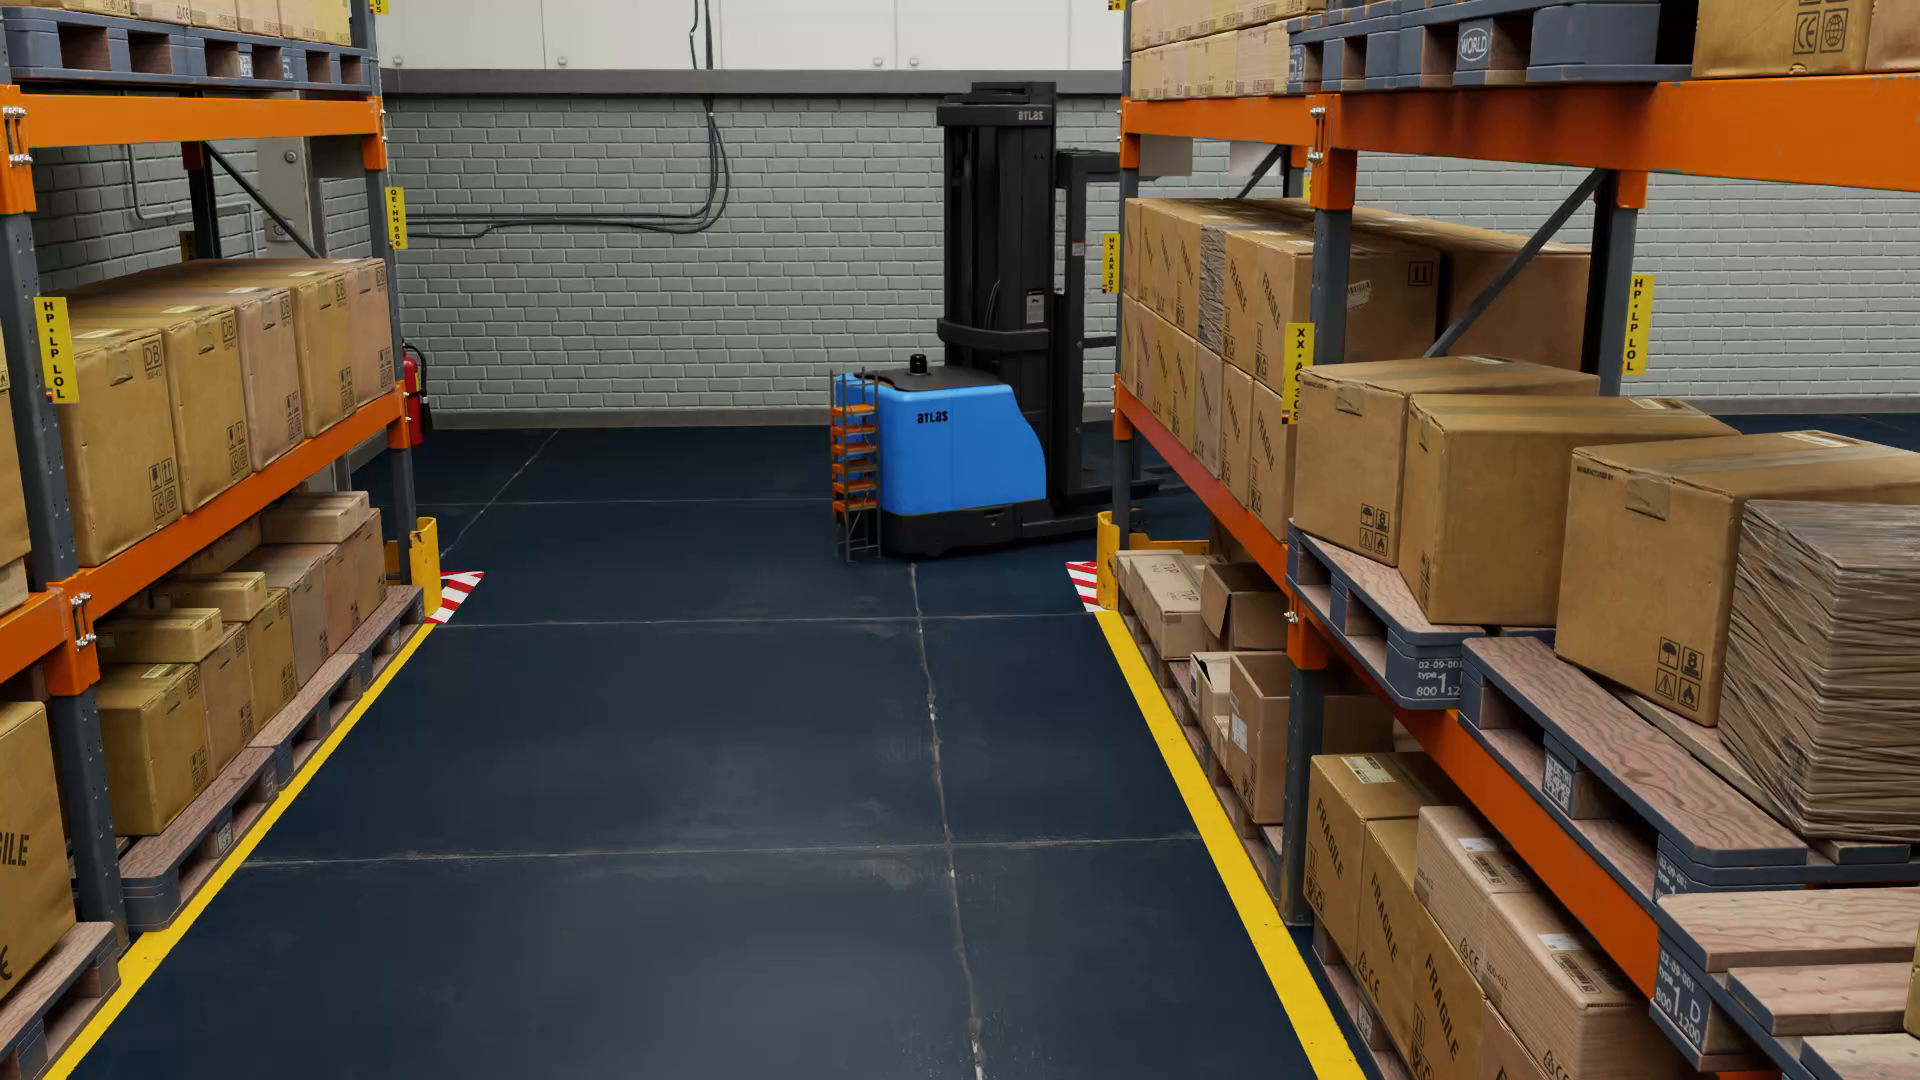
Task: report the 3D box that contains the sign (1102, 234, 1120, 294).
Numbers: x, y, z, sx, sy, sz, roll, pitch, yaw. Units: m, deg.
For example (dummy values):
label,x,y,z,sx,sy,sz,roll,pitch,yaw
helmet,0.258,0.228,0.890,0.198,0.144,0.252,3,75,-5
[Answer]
label,x,y,z,sx,sy,sz,roll,pitch,yaw
sign,0.841,-1.530,9.217,0.100,0.325,0.005,-1,14,-3

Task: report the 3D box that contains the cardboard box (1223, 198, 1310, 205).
label,x,y,z,sx,sy,sz,roll,pitch,yaw
cardboard box,1.684,-1.546,8.806,0.500,0.500,0.500,-1,14,-4

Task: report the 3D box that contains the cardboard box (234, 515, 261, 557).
label,x,y,z,sx,sy,sz,roll,pitch,yaw
cardboard box,-3.579,-0.016,7.941,0.380,0.149,0.250,-1,14,-3

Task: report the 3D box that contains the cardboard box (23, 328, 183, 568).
label,x,y,z,sx,sy,sz,roll,pitch,yaw
cardboard box,-3.331,-0.328,5.678,0.980,0.700,0.700,-1,14,-3

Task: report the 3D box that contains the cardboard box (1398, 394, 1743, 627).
label,x,y,z,sx,sy,sz,roll,pitch,yaw
cardboard box,1.542,-0.085,4.294,0.700,0.500,0.500,1,14,5

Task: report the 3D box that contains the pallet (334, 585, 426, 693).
label,x,y,z,sx,sy,sz,roll,pitch,yaw
pallet,-3.434,0.506,8.636,1.003,0.211,1.213,-1,14,-3

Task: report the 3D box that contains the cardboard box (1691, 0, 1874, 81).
label,x,y,z,sx,sy,sz,roll,pitch,yaw
cardboard box,1.753,-0.995,2.654,0.910,0.500,0.500,-1,14,-3

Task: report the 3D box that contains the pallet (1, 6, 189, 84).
label,x,y,z,sx,sy,sz,roll,pitch,yaw
pallet,-3.354,-1.661,5.619,1.003,0.211,1.213,-1,14,-3

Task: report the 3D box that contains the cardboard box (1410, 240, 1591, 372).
label,x,y,z,sx,sy,sz,roll,pitch,yaw
cardboard box,1.882,-0.779,5.826,0.500,0.500,0.500,-1,14,-2

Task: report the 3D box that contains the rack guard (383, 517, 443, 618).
label,x,y,z,sx,sy,sz,roll,pitch,yaw
rack guard,-3.563,0.163,9.391,1.175,0.500,0.348,-1,14,-3

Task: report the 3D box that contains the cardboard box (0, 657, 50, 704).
label,x,y,z,sx,sy,sz,roll,pitch,yaw
cardboard box,-3.447,0.497,5.945,0.380,0.149,0.250,-1,14,-4

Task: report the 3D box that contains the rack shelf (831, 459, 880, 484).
label,x,y,z,sx,sy,sz,roll,pitch,yaw
rack shelf,-0.656,-0.431,10.467,0.258,0.103,0.180,-8,17,-28

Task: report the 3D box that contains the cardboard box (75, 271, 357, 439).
label,x,y,z,sx,sy,sz,roll,pitch,yaw
cardboard box,-3.464,-0.880,7.824,0.980,0.700,0.700,-1,14,-4

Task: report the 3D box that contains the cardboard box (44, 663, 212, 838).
label,x,y,z,sx,sy,sz,roll,pitch,yaw
cardboard box,-3.258,0.772,6.178,0.700,0.500,0.500,-1,14,-3

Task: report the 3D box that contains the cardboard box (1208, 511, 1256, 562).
label,x,y,z,sx,sy,sz,roll,pitch,yaw
cardboard box,1.662,0.010,9.103,0.500,0.500,0.500,-1,14,-3

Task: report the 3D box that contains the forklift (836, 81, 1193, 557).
label,x,y,z,sx,sy,sz,roll,pitch,yaw
forklift,0.708,-1.553,11.182,3.031,2.935,1.130,-8,16,-28

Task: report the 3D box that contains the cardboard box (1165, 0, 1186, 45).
label,x,y,z,sx,sy,sz,roll,pitch,yaw
cardboard box,1.216,-2.361,7.461,0.500,0.250,0.500,-1,14,-3

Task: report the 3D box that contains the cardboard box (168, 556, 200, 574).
label,x,y,z,sx,sy,sz,roll,pitch,yaw
cardboard box,-3.530,0.174,7.203,0.380,0.149,0.250,-1,14,-4

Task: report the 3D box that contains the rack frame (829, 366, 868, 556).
label,x,y,z,sx,sy,sz,roll,pitch,yaw
rack frame,-0.701,-0.494,10.533,0.240,1.200,0.006,-8,17,-28

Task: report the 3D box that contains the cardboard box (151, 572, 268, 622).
label,x,y,z,sx,sy,sz,roll,pitch,yaw
cardboard box,-3.130,0.240,6.944,0.380,0.149,0.250,-1,14,-5

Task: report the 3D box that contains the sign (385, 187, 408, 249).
label,x,y,z,sx,sy,sz,roll,pitch,yaw
sign,-3.019,-1.722,8.902,0.100,0.325,0.005,-1,14,-3

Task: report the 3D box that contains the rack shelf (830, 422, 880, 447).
label,x,y,z,sx,sy,sz,roll,pitch,yaw
rack shelf,-0.658,-0.663,10.406,0.258,0.103,0.180,-8,17,-28

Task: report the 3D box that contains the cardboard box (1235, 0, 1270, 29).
label,x,y,z,sx,sy,sz,roll,pitch,yaw
cardboard box,1.301,-1.988,6.011,0.500,0.250,0.500,-1,14,-3

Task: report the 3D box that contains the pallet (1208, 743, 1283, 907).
label,x,y,z,sx,sy,sz,roll,pitch,yaw
pallet,1.588,1.055,6.502,1.003,0.211,1.213,-1,14,-3

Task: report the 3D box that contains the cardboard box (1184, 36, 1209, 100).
label,x,y,z,sx,sy,sz,roll,pitch,yaw
cardboard box,1.248,-1.995,7.040,0.500,0.250,0.500,-1,14,-3

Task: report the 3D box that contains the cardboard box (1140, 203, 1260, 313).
label,x,y,z,sx,sy,sz,roll,pitch,yaw
cardboard box,1.186,-1.408,8.271,0.500,0.500,0.500,-1,14,-3

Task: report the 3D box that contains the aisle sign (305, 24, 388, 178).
label,x,y,z,sx,sy,sz,roll,pitch,yaw
aisle sign,-3.267,-2.324,8.820,0.394,0.787,0.004,-1,14,-3

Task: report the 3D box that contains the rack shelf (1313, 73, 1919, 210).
label,x,y,z,sx,sy,sz,roll,pitch,yaw
rack shelf,1.754,-0.731,3.274,1.077,0.370,4.000,-1,14,-3

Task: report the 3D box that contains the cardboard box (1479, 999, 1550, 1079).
label,x,y,z,sx,sy,sz,roll,pitch,yaw
cardboard box,1.515,1.380,3.778,0.500,0.500,0.500,-1,14,-6

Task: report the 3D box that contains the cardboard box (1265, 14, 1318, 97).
label,x,y,z,sx,sy,sz,roll,pitch,yaw
cardboard box,1.334,-1.621,5.590,0.500,0.250,0.500,-1,14,-3

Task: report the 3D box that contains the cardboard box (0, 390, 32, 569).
label,x,y,z,sx,sy,sz,roll,pitch,yaw
cardboard box,-3.034,-0.138,4.707,0.500,0.500,0.500,-1,14,-4

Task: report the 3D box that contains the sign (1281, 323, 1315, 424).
label,x,y,z,sx,sy,sz,roll,pitch,yaw
sign,1.089,-0.534,5.343,0.100,0.325,0.005,-1,14,-3

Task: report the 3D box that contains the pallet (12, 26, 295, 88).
label,x,y,z,sx,sy,sz,roll,pitch,yaw
pallet,-3.427,-1.963,6.795,1.003,0.211,1.213,-1,14,-3

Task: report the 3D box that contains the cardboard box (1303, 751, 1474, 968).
label,x,y,z,sx,sy,sz,roll,pitch,yaw
cardboard box,1.417,0.997,5.265,0.500,0.500,0.500,-2,15,-6

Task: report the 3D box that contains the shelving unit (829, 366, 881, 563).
label,x,y,z,sx,sy,sz,roll,pitch,yaw
shelving unit,-0.657,-0.474,10.456,0.258,1.200,0.189,-8,17,-28

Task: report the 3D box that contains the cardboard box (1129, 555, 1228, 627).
label,x,y,z,sx,sy,sz,roll,pitch,yaw
cardboard box,1.164,0.263,8.619,0.500,0.250,0.500,-1,14,-3

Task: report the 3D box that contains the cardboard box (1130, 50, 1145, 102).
label,x,y,z,sx,sy,sz,roll,pitch,yaw
cardboard box,1.160,-2.368,8.490,0.500,0.250,0.500,-1,14,-3

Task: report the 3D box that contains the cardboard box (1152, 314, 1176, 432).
label,x,y,z,sx,sy,sz,roll,pitch,yaw
cardboard box,1.212,-0.800,7.916,0.500,0.500,0.500,-1,14,-4

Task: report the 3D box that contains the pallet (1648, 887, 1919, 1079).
label,x,y,z,sx,sy,sz,roll,pitch,yaw
pallet,1.766,0.796,2.299,1.213,0.211,1.003,-1,14,-3

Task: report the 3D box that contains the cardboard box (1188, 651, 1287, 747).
label,x,y,z,sx,sy,sz,roll,pitch,yaw
cardboard box,1.265,0.641,7.030,0.500,0.311,0.500,-1,14,-3

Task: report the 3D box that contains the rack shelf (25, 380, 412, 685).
label,x,y,z,sx,sy,sz,roll,pitch,yaw
rack shelf,-3.438,-0.196,7.213,1.077,0.370,4.000,-1,14,-3

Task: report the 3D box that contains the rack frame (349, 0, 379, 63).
label,x,y,z,sx,sy,sz,roll,pitch,yaw
rack frame,-3.562,-3.947,8.309,1.000,3.000,0.127,-1,14,-3

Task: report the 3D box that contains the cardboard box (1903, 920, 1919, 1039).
label,x,y,z,sx,sy,sz,roll,pitch,yaw
cardboard box,1.726,0.464,2.162,0.700,0.500,0.500,-6,16,-22

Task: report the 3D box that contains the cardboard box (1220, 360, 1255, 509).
label,x,y,z,sx,sy,sz,roll,pitch,yaw
cardboard box,1.310,-0.422,6.444,0.500,0.500,0.500,0,14,-2

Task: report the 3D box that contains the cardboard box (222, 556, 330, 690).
label,x,y,z,sx,sy,sz,roll,pitch,yaw
cardboard box,-3.356,0.387,7.675,0.700,0.500,0.500,-1,14,-5

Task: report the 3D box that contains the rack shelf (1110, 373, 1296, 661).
label,x,y,z,sx,sy,sz,roll,pitch,yaw
rack shelf,1.506,-0.274,7.514,1.077,0.370,4.000,-1,14,-3

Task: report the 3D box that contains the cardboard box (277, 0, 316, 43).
label,x,y,z,sx,sy,sz,roll,pitch,yaw
cardboard box,-3.218,-2.366,7.442,0.500,0.250,0.500,-1,14,-6

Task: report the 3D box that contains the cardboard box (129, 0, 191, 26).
label,x,y,z,sx,sy,sz,roll,pitch,yaw
cardboard box,-3.111,-1.982,5.947,0.500,0.250,0.500,-1,14,-5

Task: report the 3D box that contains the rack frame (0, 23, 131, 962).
label,x,y,z,sx,sy,sz,roll,pitch,yaw
rack frame,-3.314,-0.047,5.190,1.000,3.000,0.127,-1,14,-3

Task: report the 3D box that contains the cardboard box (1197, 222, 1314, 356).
label,x,y,z,sx,sy,sz,roll,pitch,yaw
cardboard box,1.275,-1.032,6.809,0.500,0.500,0.500,-1,14,-3

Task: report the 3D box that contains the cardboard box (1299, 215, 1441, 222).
label,x,y,z,sx,sy,sz,roll,pitch,yaw
cardboard box,1.785,-1.163,7.321,0.500,0.500,0.500,0,14,-2

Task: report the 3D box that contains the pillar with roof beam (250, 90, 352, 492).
label,x,y,z,sx,sy,sz,roll,pitch,yaw
pillar with roof beam,-0.296,-4.672,11.125,9.100,9.000,0.400,-1,14,-3
